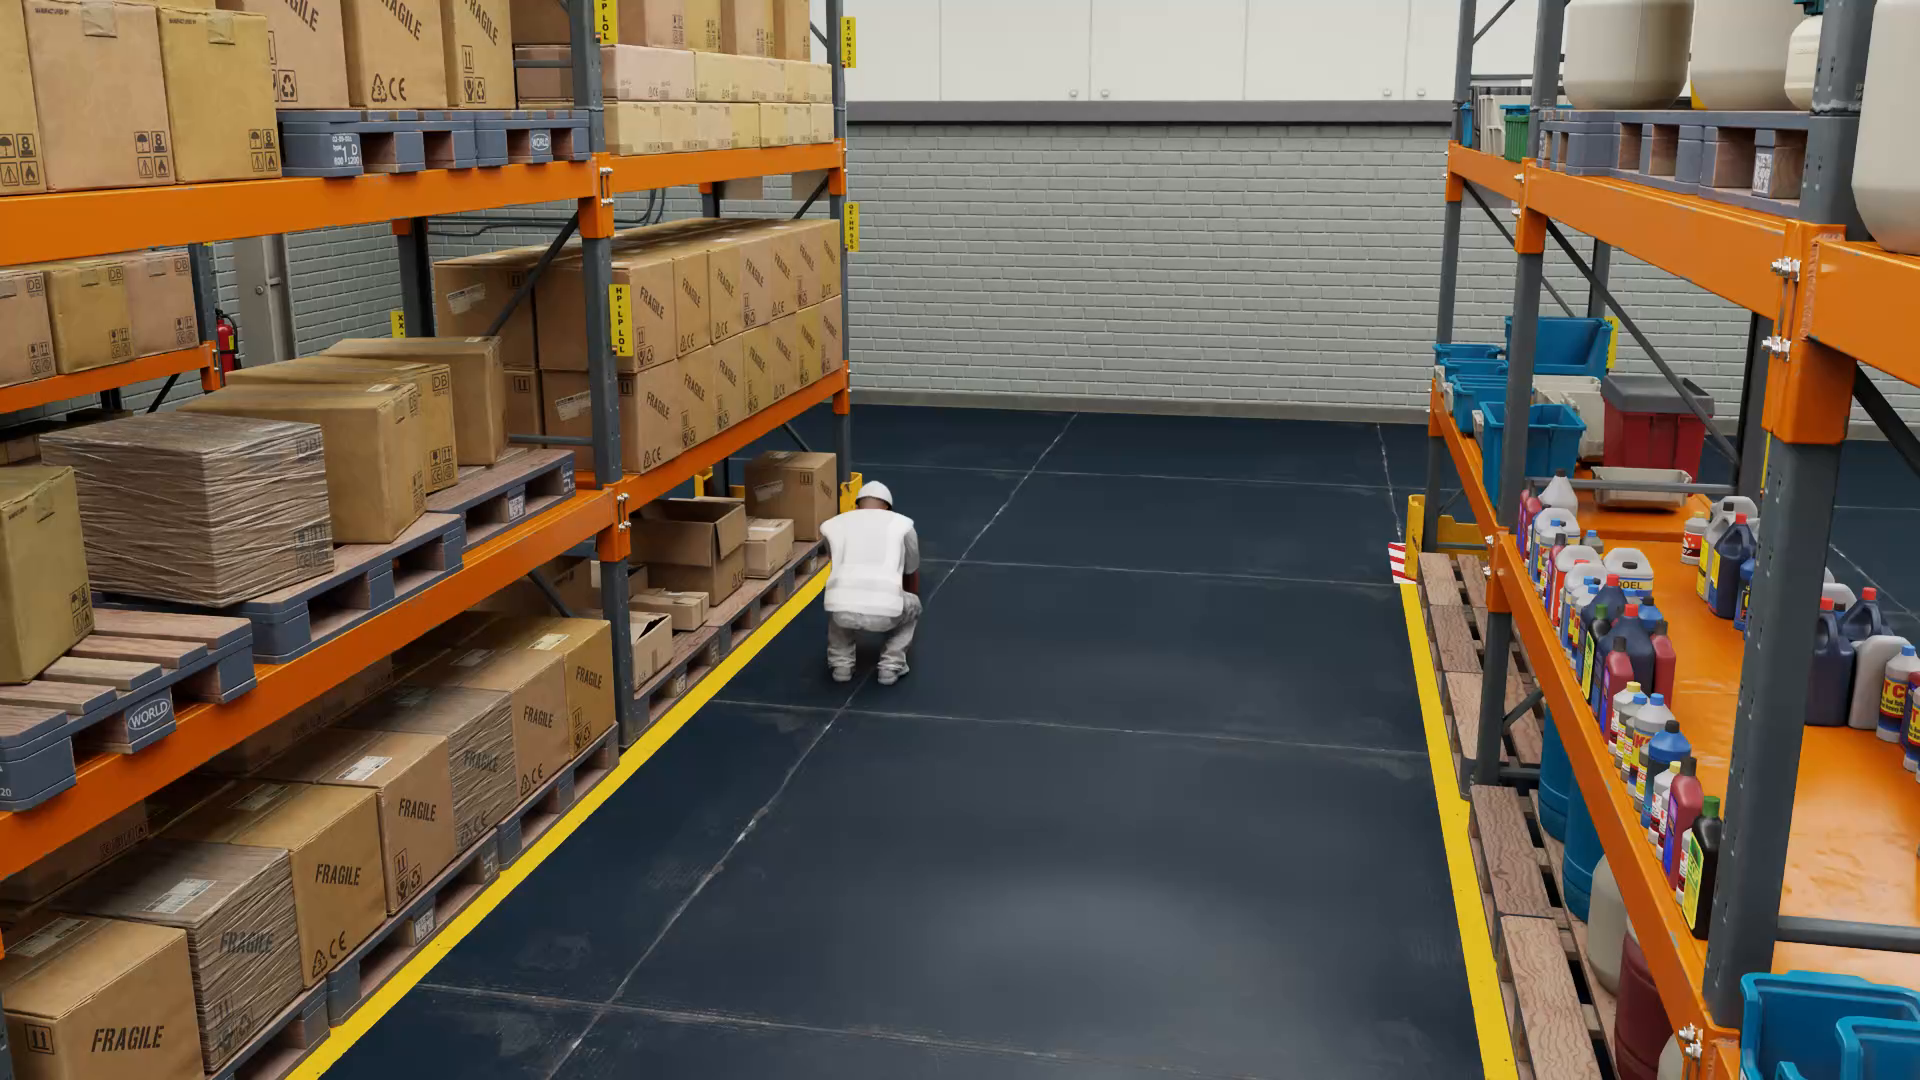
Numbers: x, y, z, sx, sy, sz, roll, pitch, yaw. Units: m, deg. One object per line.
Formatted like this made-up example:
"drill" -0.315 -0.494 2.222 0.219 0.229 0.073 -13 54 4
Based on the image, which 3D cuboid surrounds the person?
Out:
"person" -0.498 0.228 9.172 0.565 1.001 0.921 3 15 10
